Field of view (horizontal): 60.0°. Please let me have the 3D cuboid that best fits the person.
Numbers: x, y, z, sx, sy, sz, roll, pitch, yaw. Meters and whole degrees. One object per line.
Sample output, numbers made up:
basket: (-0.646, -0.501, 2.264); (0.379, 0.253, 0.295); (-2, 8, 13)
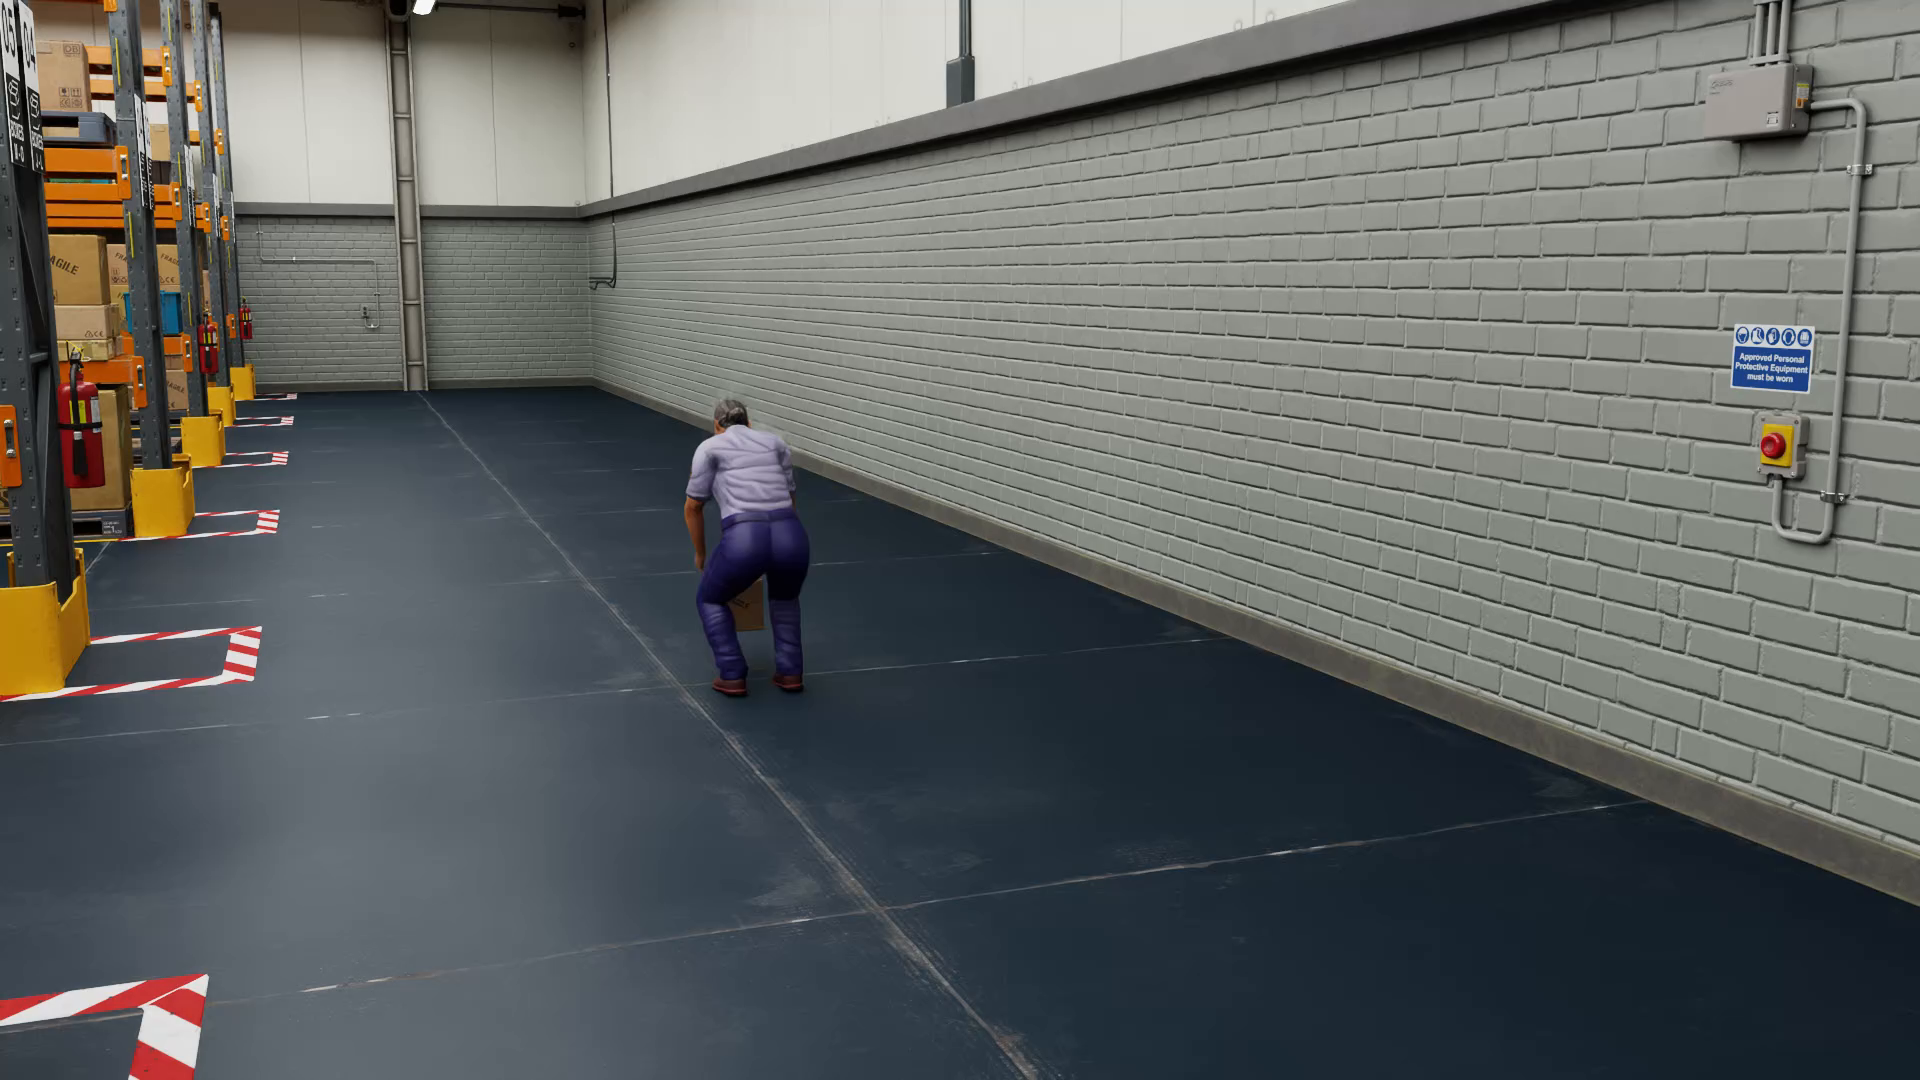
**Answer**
person: (-0.988, 0.035, 7.699); (0.535, 1.341, 0.672); (-3, 10, -20)
